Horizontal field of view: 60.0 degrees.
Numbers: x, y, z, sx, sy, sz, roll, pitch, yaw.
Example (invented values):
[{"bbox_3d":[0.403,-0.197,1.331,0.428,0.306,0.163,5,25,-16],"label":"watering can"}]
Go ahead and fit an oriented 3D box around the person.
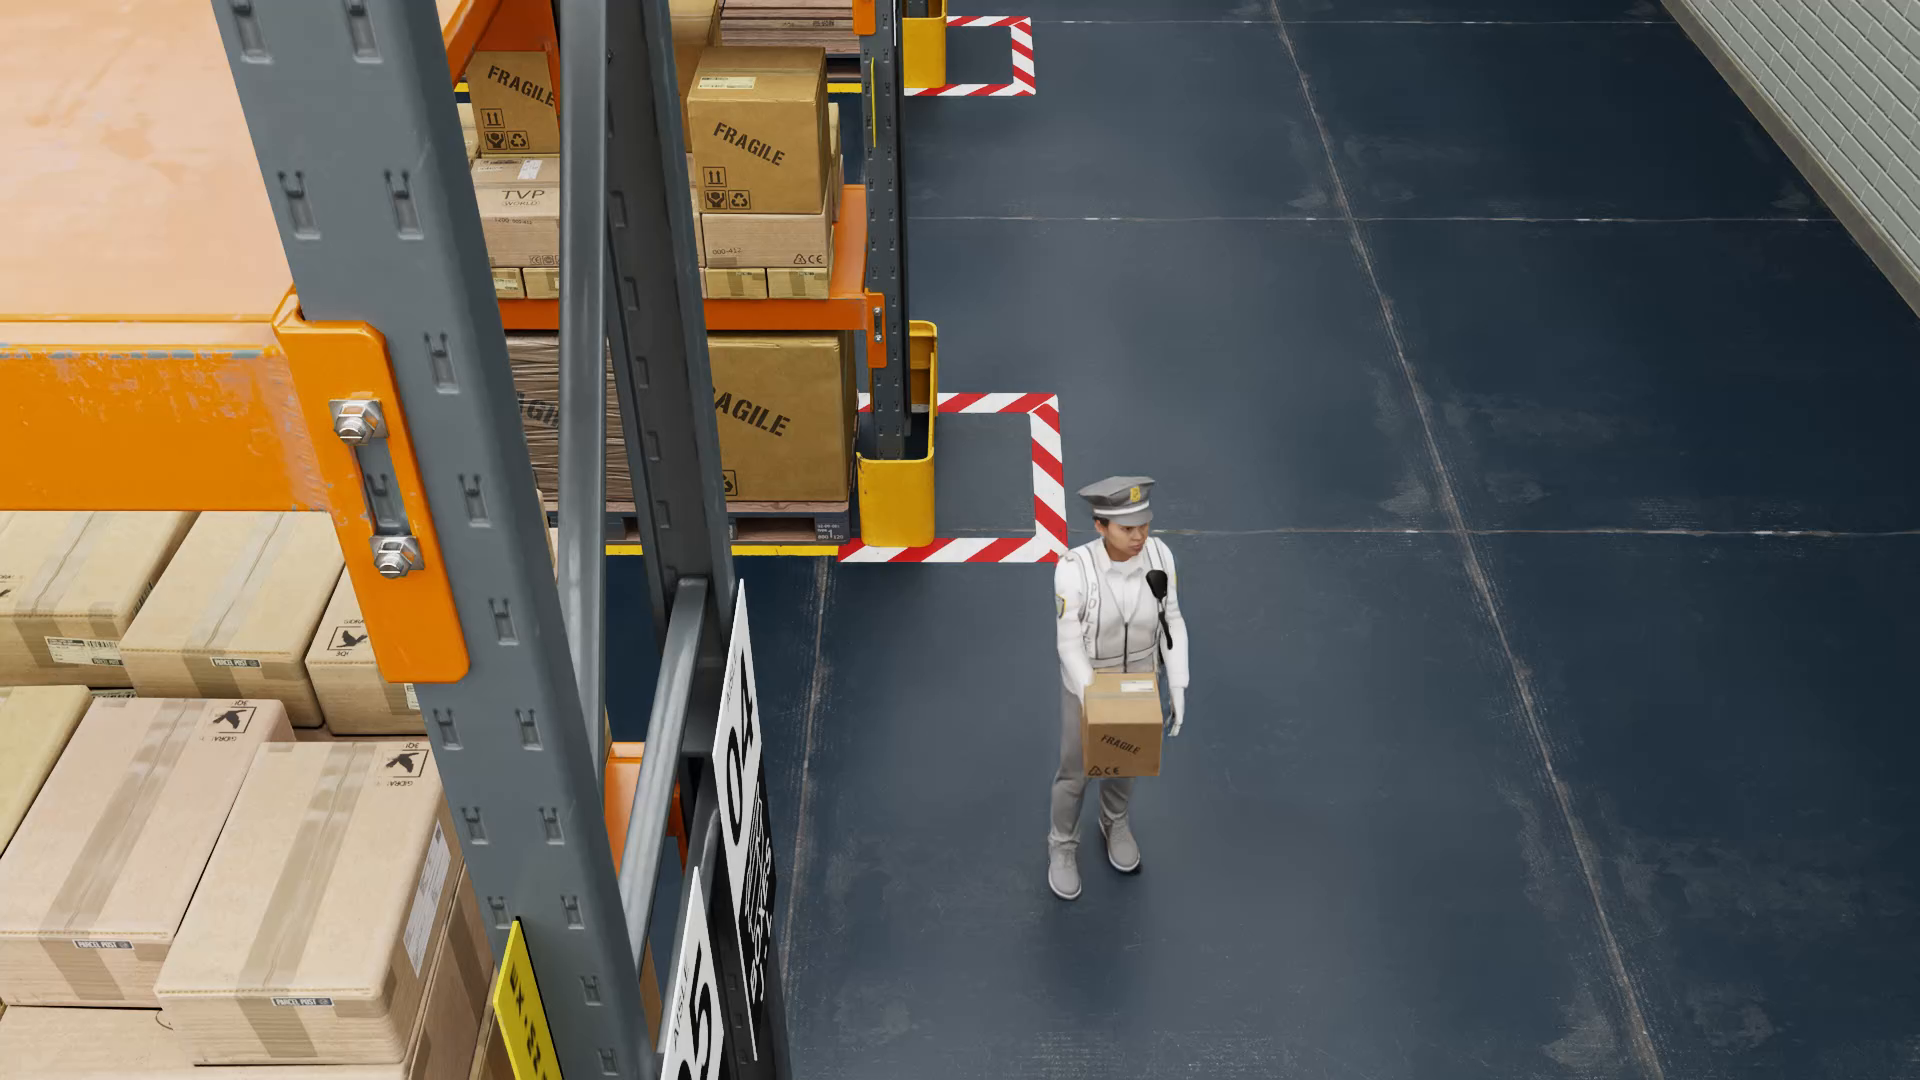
[{"bbox_3d":[0.540,0.523,5.855,0.520,1.701,0.535,-13,42,-16],"label":"person"}]
